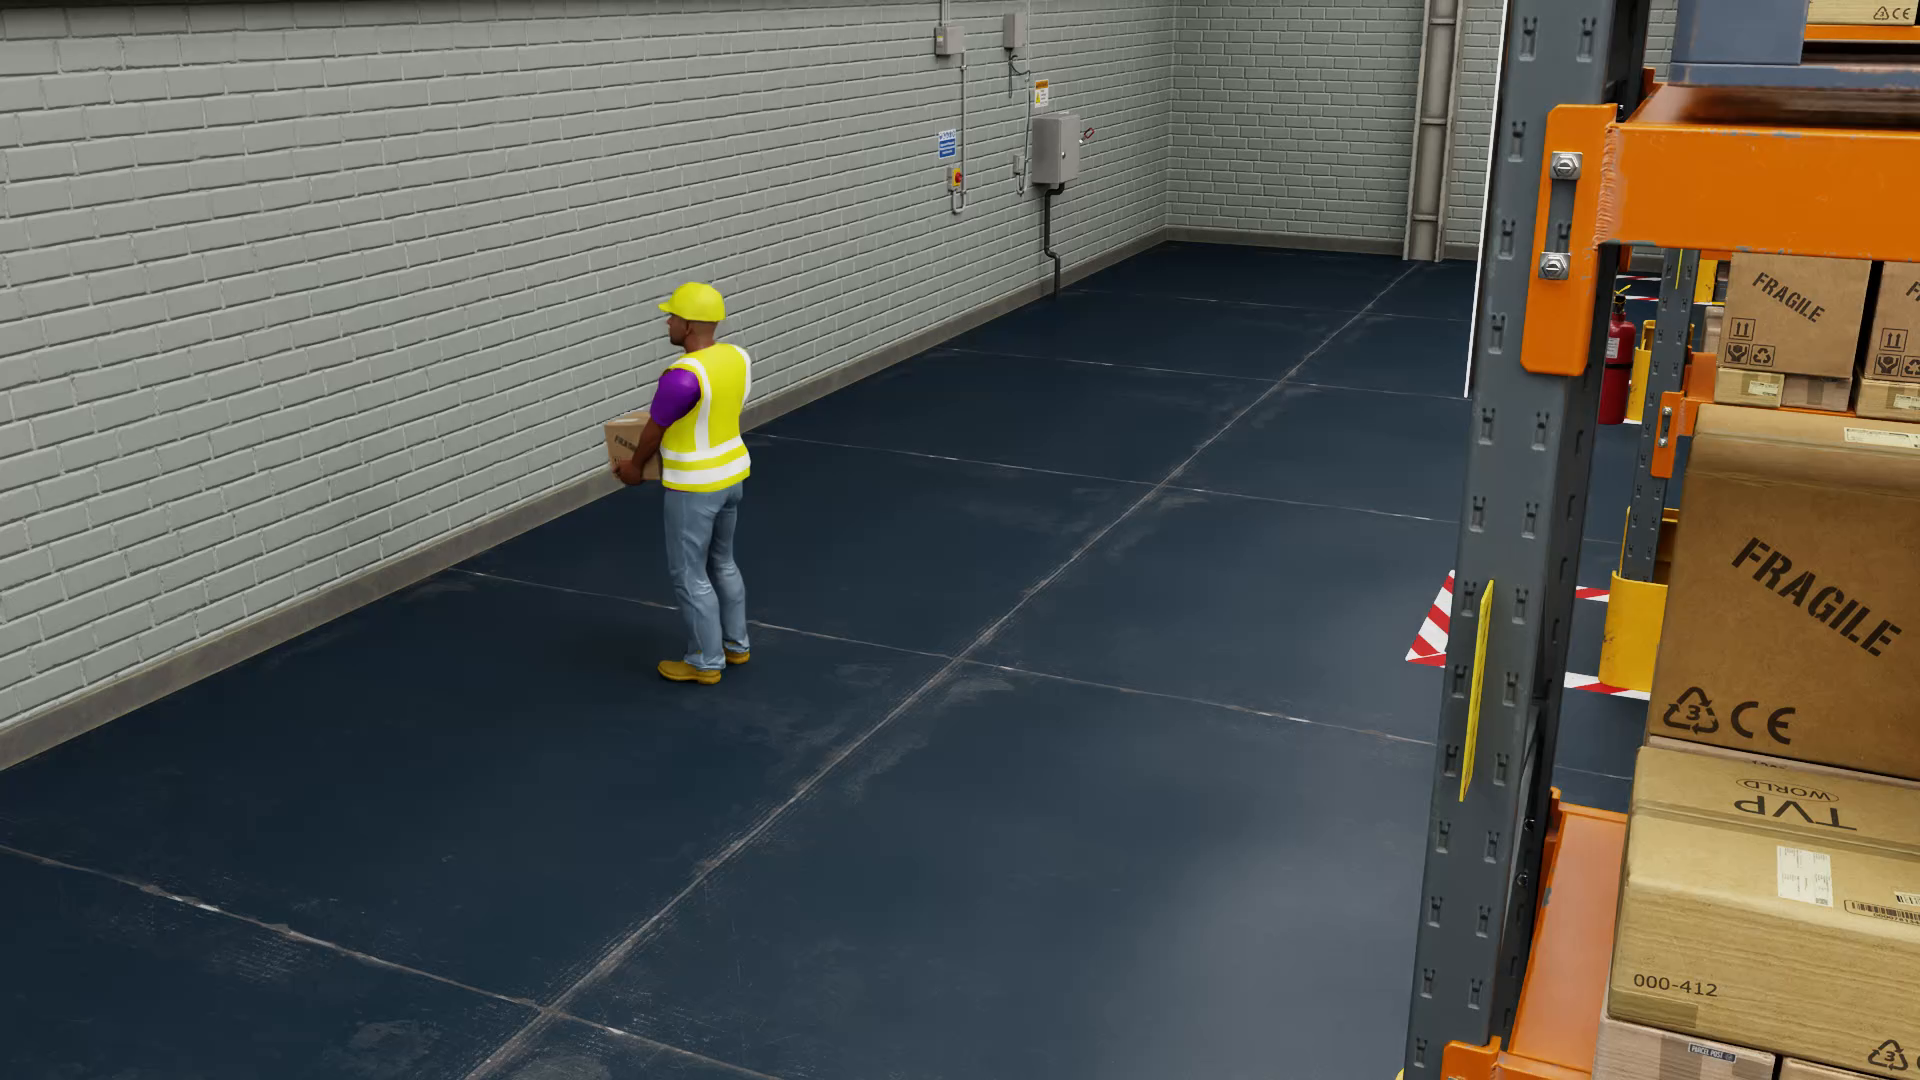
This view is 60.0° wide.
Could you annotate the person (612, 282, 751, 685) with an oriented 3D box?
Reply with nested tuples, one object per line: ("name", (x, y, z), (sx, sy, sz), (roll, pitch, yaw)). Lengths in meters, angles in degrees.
("person", (-1.218, -0.259, 7.286), (0.559, 1.763, 0.505), (8, 21, 23))
